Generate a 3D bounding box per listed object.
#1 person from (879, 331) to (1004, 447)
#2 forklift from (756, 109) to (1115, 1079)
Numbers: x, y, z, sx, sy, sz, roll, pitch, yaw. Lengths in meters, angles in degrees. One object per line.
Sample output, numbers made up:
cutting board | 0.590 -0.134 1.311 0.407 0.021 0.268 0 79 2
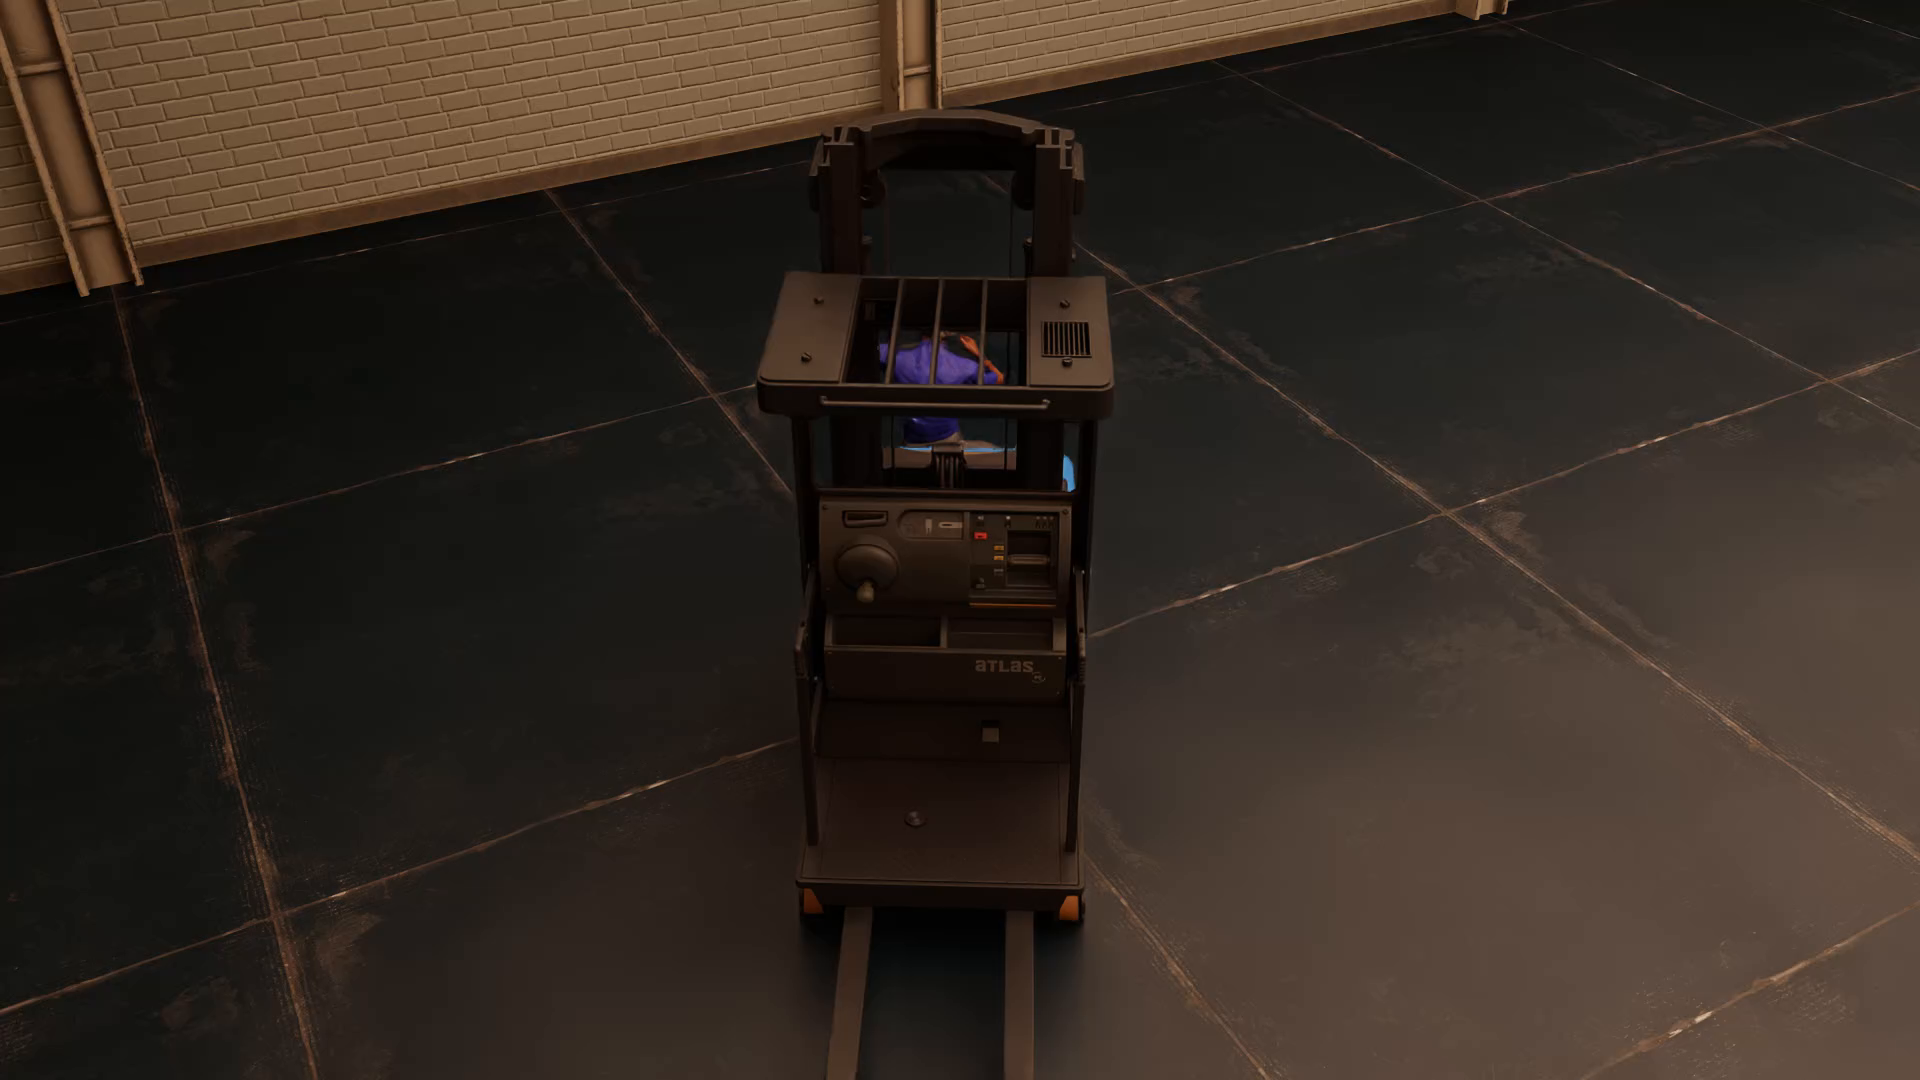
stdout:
person | -0.121 -0.572 8.294 1.518 1.378 0.756 5 36 7
forklift | -0.062 0.111 5.965 1.130 2.935 3.031 1 35 2
